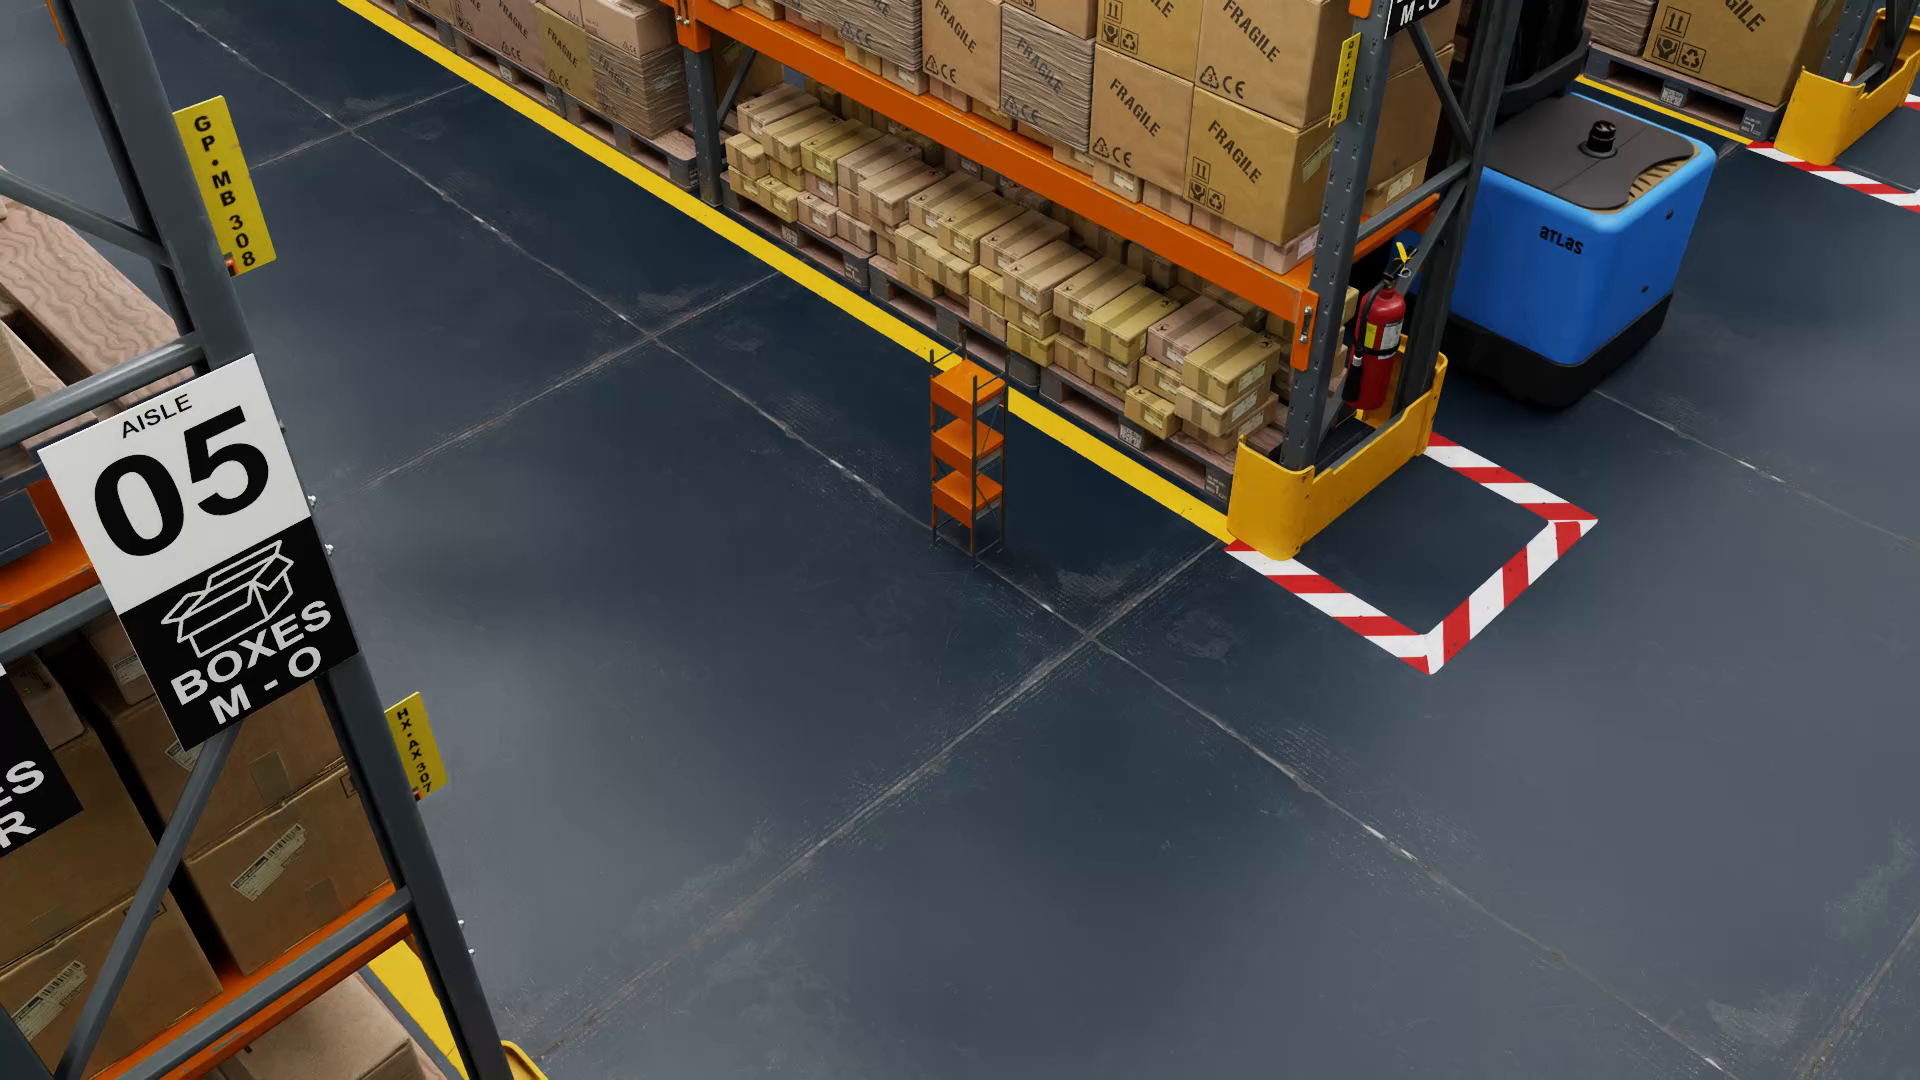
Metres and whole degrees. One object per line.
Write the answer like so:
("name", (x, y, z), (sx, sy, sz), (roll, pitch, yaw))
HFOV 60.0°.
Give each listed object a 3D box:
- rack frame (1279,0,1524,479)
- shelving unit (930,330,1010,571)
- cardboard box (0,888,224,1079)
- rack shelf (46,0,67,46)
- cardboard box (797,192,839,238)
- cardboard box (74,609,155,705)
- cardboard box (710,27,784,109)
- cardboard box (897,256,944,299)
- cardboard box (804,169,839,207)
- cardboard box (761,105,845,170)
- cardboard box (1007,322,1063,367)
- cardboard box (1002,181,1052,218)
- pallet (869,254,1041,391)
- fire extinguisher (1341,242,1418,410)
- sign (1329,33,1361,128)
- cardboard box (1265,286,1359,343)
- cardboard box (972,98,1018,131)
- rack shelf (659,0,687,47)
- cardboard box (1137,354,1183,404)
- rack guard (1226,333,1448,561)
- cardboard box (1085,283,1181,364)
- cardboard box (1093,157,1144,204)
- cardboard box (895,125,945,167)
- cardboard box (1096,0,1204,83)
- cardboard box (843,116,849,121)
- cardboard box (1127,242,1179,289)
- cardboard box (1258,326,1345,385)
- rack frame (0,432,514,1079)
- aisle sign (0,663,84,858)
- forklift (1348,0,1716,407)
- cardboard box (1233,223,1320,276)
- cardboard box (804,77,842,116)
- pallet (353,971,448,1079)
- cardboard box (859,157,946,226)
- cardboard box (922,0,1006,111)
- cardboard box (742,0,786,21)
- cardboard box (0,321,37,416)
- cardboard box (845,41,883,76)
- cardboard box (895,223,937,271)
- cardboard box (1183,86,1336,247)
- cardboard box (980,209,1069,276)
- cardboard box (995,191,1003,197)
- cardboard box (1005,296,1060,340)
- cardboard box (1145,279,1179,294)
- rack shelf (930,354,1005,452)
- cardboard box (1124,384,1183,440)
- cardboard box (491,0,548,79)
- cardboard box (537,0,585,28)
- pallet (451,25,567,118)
("rack frame", (1.750, -1.317, 6.582), (1.000, 3.000, 0.127), (-34, 53, -31))
("shelving unit", (0.038, -0.360, 6.983), (0.215, 1.050, 0.252), (-34, 53, -31))
("cardboard box", (-2.211, 0.962, 4.042), (0.500, 0.500, 0.500), (-34, 52, -31))
("rack shelf", (-3.096, -1.649, 3.346), (1.077, 0.370, 4.000), (-34, 53, -31))
("cardboard box", (-0.645, -1.795, 8.891), (0.250, 0.149, 0.380), (34, 52, 31))
("cardboard box", (-1.738, 0.158, 3.697), (0.380, 0.149, 0.250), (-33, 52, -30))
("cardboard box", (-1.409, -2.957, 9.890), (0.500, 0.500, 0.500), (-32, 51, -30))
("cardboard box", (-0.100, -1.413, 8.478), (0.250, 0.149, 0.380), (33, 52, 30))
("cardboard box", (-0.606, -1.950, 8.839), (0.250, 0.149, 0.380), (34, 52, 31))
("cardboard box", (-0.826, -2.139, 8.825), (0.380, 0.149, 0.250), (-31, 51, -29))
("cardboard box", (0.444, -1.025, 8.058), (0.250, 0.149, 0.380), (32, 51, 30))
("cardboard box", (0.432, -1.755, 8.409), (0.380, 0.149, 0.250), (-34, 52, -31))
("pallet", (0.290, -1.323, 8.643), (1.003, 0.211, 1.213), (-34, 53, -31))
("fire extinguisher", (1.601, -0.809, 6.365), (0.296, 0.674, 0.183), (-34, 53, -31))
("sign", (1.343, -1.602, 5.805), (0.100, 0.325, 0.005), (-34, 53, -31))
("cardboard box", (1.621, -1.057, 7.654), (0.250, 0.149, 0.380), (32, 51, 30))
("cardboard box", (0.273, -2.027, 7.536), (0.380, 0.149, 0.250), (-33, 52, -31))
("rack shelf", (-2.487, -3.936, 9.947), (1.077, 0.370, 4.000), (-34, 53, -31))
("cardboard box", (1.029, -0.802, 7.597), (0.250, 0.149, 0.380), (33, 52, 31))
("rack guard", (1.696, -0.436, 7.470), (1.175, 0.500, 0.348), (-34, 53, -31))
("cardboard box", (0.787, -0.987, 7.579), (0.250, 0.149, 0.380), (33, 52, 31))
("cardboard box", (0.786, -1.608, 7.083), (0.380, 0.149, 0.250), (-33, 52, -30))
("cardboard box", (-0.122, -2.137, 8.822), (0.380, 0.149, 0.250), (-32, 52, -30))
("cardboard box", (0.893, -2.174, 6.481), (0.500, 0.500, 0.500), (32, 52, 30))
("cardboard box", (-0.427, -2.332, 9.253), (0.250, 0.149, 0.380), (32, 51, 30))
("cardboard box", (1.020, -1.394, 8.019), (0.250, 0.149, 0.380), (32, 51, 30))
("cardboard box", (1.562, -0.908, 7.712), (0.380, 0.149, 0.250), (-32, 51, -30))
("rack frame", (-1.683, 1.104, 3.963), (1.000, 3.000, 0.127), (-34, 53, -31))
("aisle sign", (-1.852, 0.332, 2.882), (0.394, 0.787, 0.004), (-34, 53, -31))
("forklift", (2.174, -2.615, 8.038), (1.130, 2.935, 3.031), (-33, 52, -31))
("cardboard box", (1.320, -1.246, 6.691), (0.380, 0.149, 0.250), (-34, 53, -31))
("cardboard box", (-0.639, -2.519, 9.236), (0.380, 0.149, 0.250), (-33, 52, -30))
("pallet", (-2.303, 1.781, 5.284), (1.003, 0.211, 1.213), (-34, 53, -31))
("cardboard box", (-0.290, -1.765, 8.421), (0.380, 0.149, 0.250), (-33, 52, -30))
("cardboard box", (0.181, -2.289, 7.342), (0.500, 0.500, 0.500), (-31, 51, -29))
("cardboard box", (-0.871, -2.765, 8.335), (0.380, 0.149, 0.250), (-33, 52, -30))
("cardboard box", (-2.065, -0.307, 3.006), (0.500, 0.250, 0.500), (29, 50, 28))
("cardboard box", (-0.326, -2.376, 7.914), (0.380, 0.149, 0.250), (-33, 52, -31))
("cardboard box", (-0.106, -1.523, 8.378), (0.250, 0.149, 0.380), (34, 52, 31))
("cardboard box", (1.250, -1.556, 6.548), (0.500, 0.500, 0.500), (-33, 52, -31))
("cardboard box", (0.312, -1.424, 8.052), (0.250, 0.149, 0.380), (32, 52, 30))
("cardboard box", (0.251, -1.793, 8.670), (0.250, 0.149, 0.380), (32, 51, 30))
("cardboard box", (0.432, -1.142, 7.965), (0.380, 0.149, 0.250), (-33, 52, -31))
("cardboard box", (1.069, -1.317, 8.155), (0.380, 0.149, 0.250), (-32, 52, -30))
("rack shelf", (0.038, -0.561, 6.798), (0.215, 0.259, 0.240), (-34, 53, -31))
("cardboard box", (0.977, -0.652, 7.654), (0.380, 0.149, 0.250), (-32, 52, -30))
("cardboard box", (-2.497, -3.205, 10.158), (0.500, 0.500, 0.500), (33, 52, 31))
("cardboard box", (-2.133, -3.241, 9.644), (0.500, 0.250, 0.500), (-32, 51, -30))
("pallet", (-2.491, -3.175, 10.647), (1.003, 0.211, 1.213), (-34, 53, -31))
